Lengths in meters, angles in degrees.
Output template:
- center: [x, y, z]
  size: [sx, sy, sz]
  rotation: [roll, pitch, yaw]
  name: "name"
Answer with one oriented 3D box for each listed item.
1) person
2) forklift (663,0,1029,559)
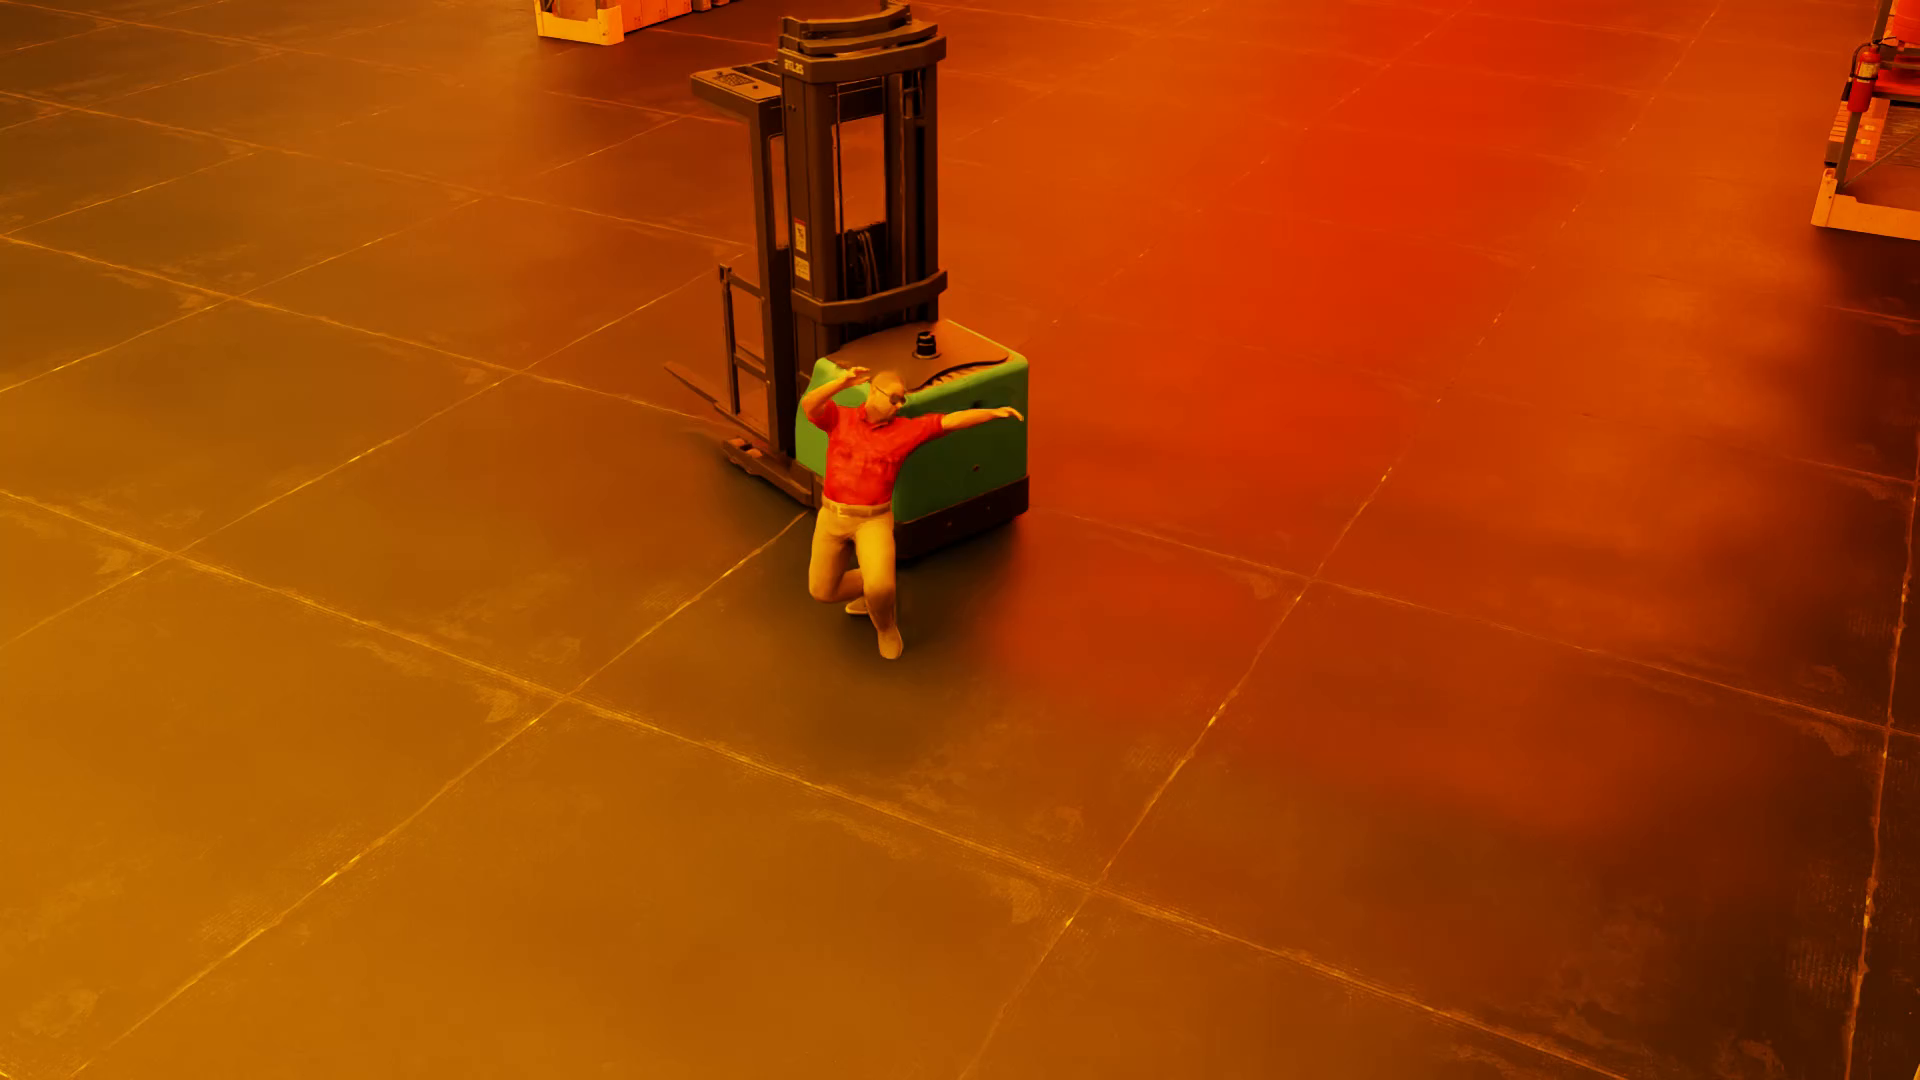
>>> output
- center: [-0.281, -0.145, 8.690]
  size: [1.120, 1.654, 0.829]
  rotation: [8, 31, 13]
  name: "person"
- center: [-0.890, -1.828, 10.238]
  size: [1.130, 2.935, 3.031]
  rotation: [-22, 36, -33]
  name: "forklift"
